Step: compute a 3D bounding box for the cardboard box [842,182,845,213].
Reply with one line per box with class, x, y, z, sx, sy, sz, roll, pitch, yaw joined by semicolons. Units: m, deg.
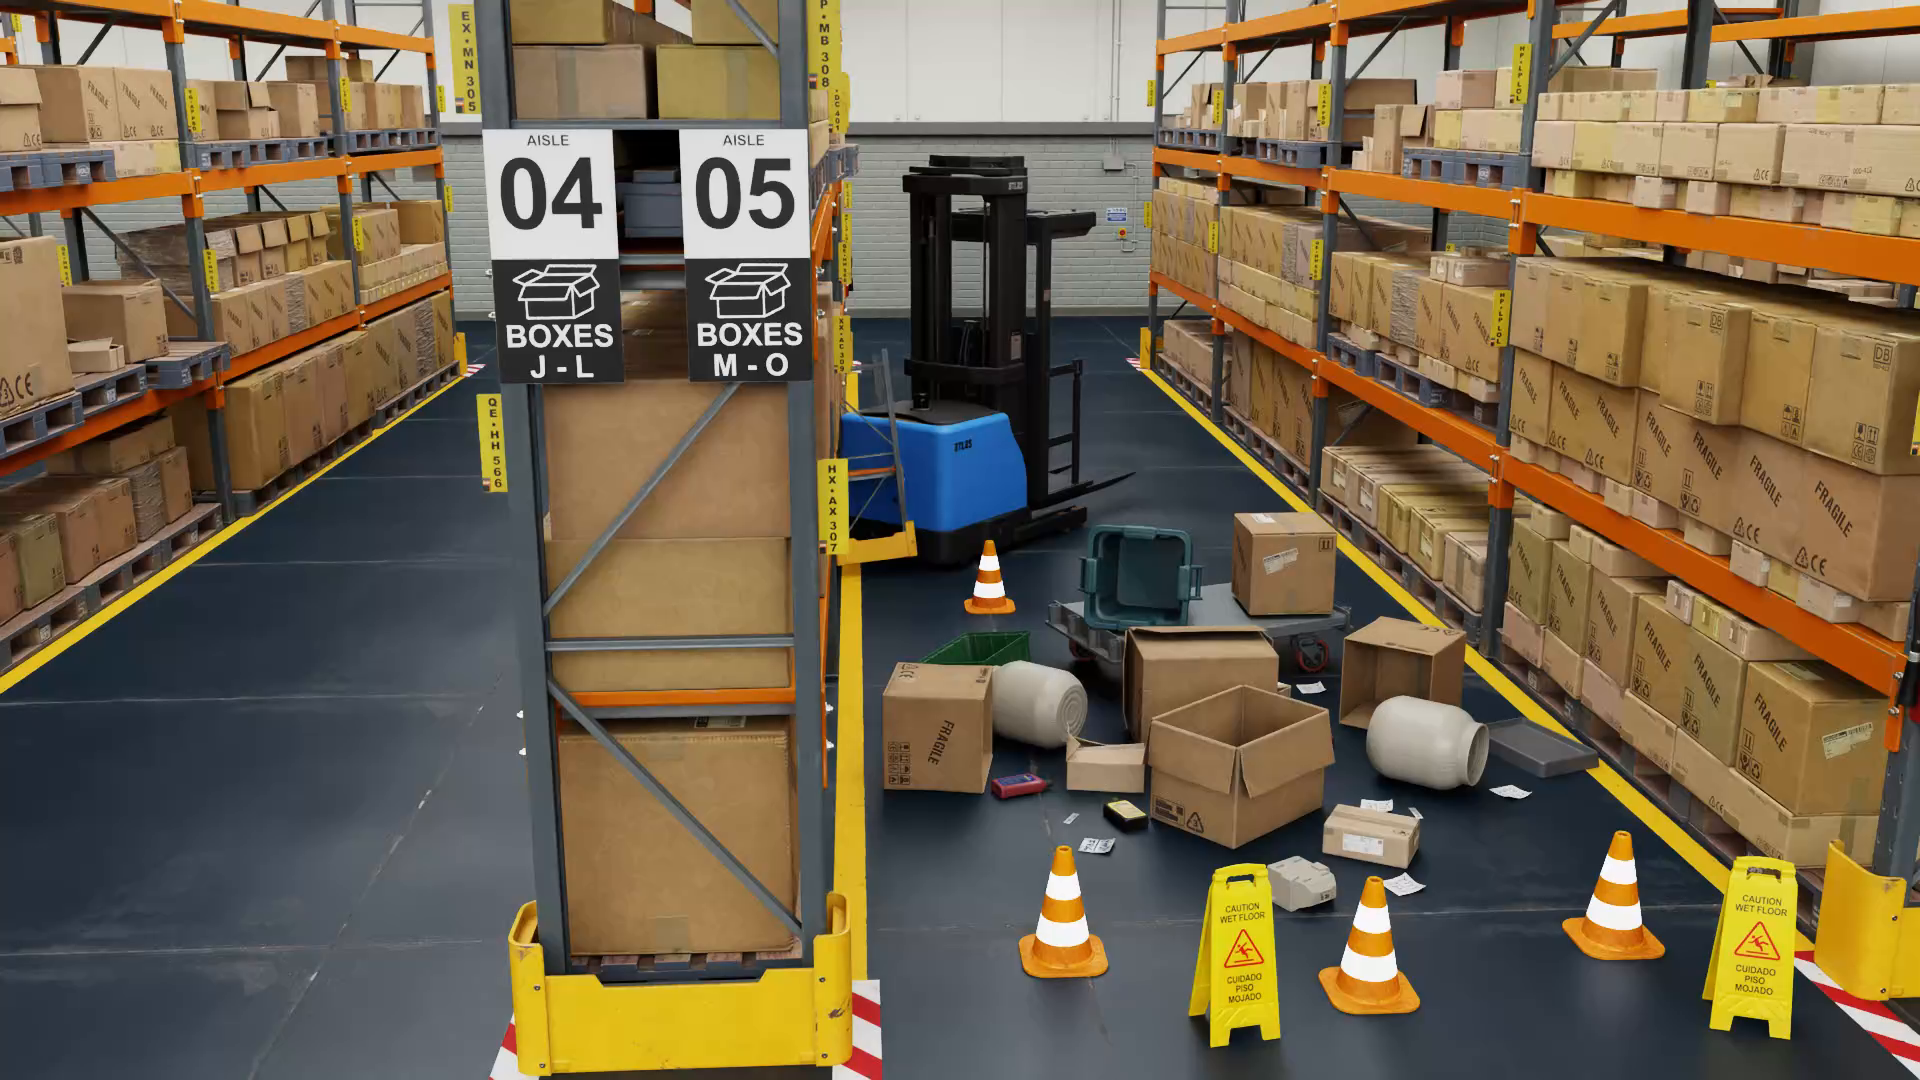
cardboard box;-1.618;-3.937;19.502;0.500;0.500;0.500;0;14;-1

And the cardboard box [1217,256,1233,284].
cardboard box;2.961;-2.787;17.138;0.500;0.250;0.500;-1;14;-5

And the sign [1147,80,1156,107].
sign;2.413;-5.634;20.970;0.100;0.325;0.005;-1;14;-3

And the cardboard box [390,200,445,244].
cardboard box;-6.631;-3.891;20.329;0.500;0.500;0.500;-1;14;-3

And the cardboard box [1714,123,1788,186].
cardboard box;3.591;-1.649;7.098;0.500;0.250;0.500;0;14;-2

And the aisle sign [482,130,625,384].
aisle sign;-1.271;-0.883;5.219;0.394;0.787;0.004;-1;14;-3

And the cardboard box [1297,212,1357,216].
cardboard box;3.545;-2.902;16.079;0.500;0.500;0.500;0;14;-2

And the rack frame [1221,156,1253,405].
rack frame;3.218;-2.732;17.624;0.949;2.616;0.053;-1;14;-3

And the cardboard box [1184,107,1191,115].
cardboard box;3.085;-5.248;20.641;0.500;0.250;0.500;-2;15;-9

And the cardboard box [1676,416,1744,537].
cardboard box;3.596;-0.320;7.451;0.500;0.500;0.500;-1;14;-4

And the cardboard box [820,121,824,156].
cardboard box;-0.772;-1.696;7.039;0.380;0.149;0.250;-1;14;-3

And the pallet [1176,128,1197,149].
pallet;3.102;-4.648;19.229;1.003;0.211;1.213;-1;14;-3

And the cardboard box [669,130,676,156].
cardboard box;-1.446;-1.749;7.246;0.380;0.149;0.250;-1;14;-3

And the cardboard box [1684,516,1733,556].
cardboard box;3.573;-0.032;7.637;0.380;0.149;0.250;-1;14;-4

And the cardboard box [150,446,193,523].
cardboard box;-6.367;-0.420;12.773;0.700;0.500;0.500;-2;15;-6

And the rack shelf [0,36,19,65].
rack shelf;-11.743;-5.363;18.057;1.077;0.370;4.000;-1;14;-3

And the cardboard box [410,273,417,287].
cardboard box;-6.479;-2.988;19.125;0.384;0.149;0.255;0;14;-2

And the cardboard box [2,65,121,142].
cardboard box;-6.091;-2.962;11.294;0.500;0.500;0.500;-1;14;-2

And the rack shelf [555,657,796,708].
rack shelf;-1.100;0.076;7.619;0.919;0.052;3.809;-1;14;-3

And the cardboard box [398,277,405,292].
cardboard box;-6.443;-2.858;18.619;0.380;0.149;0.250;-1;14;-3

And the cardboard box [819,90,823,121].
cardboard box;-0.844;-1.922;7.118;0.500;0.250;0.500;-1;14;-4

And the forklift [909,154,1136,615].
forklift;0.534;-1.407;12.613;2.033;2.935;3.733;10;18;35

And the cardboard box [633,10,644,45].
cardboard box;-1.383;-1.884;6.168;0.380;0.149;0.250;-1;14;-2

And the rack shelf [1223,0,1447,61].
rack shelf;3.339;-4.598;15.082;1.077;0.370;4.000;-1;14;-3

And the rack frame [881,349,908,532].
rack frame;-0.682;-0.595;11.923;0.500;1.500;0.032;-7;5;-7

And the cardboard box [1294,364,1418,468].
cardboard box;3.503;-1.084;14.642;0.875;0.875;0.875;-1;14;-4

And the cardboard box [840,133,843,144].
cardboard box;-1.484;-4.129;17.337;0.500;0.250;0.500;0;14;-1

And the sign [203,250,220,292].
sign;-5.887;-2.117;13.070;0.100;0.325;0.005;-1;14;-3

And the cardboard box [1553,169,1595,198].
cardboard box;3.443;-1.926;8.976;0.380;0.149;0.250;-1;14;-3

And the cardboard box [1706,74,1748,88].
cardboard box;7.839;-4.657;17.117;0.396;0.266;0.258;-1;14;-4

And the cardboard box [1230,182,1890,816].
cardboard box;3.460;-1.541;13.179;0.853;1.989;13.684;-1;14;-3

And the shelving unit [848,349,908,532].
shelving unit;-0.741;-0.630;12.395;0.500;1.500;0.985;-7;5;-7

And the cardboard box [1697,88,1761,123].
cardboard box;3.514;-1.925;7.372;0.380;0.149;0.250;-1;14;-2

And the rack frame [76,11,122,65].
rack frame;-6.425;-4.489;12.415;0.949;2.616;0.053;-1;14;-3

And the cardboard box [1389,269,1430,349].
cardboard box;3.362;-1.631;11.707;0.500;0.500;0.500;-1;14;-6

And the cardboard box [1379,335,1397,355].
cardboard box;3.342;-1.468;12.373;0.380;0.149;0.250;0;14;0

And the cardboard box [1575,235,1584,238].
cardboard box;8.214;-3.765;21.344;0.500;0.250;0.500;0;14;-2

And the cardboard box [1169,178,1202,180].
cardboard box;2.800;-4.417;20.663;0.380;0.149;0.250;-1;14;-2

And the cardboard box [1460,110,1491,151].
cardboard box;3.504;-2.595;10.529;0.500;0.250;0.500;-1;14;-3

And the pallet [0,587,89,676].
pallet;-6.230;0.568;10.396;1.003;0.211;1.213;-1;14;-3

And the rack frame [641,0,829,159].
rack frame;-1.224;-3.546;8.749;1.000;3.000;0.127;-1;14;-3

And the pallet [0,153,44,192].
pallet;-6.112;-2.106;9.549;1.213;0.211;1.003;-1;14;-3

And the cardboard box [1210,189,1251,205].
cardboard box;2.878;-3.650;17.684;0.380;0.149;0.250;-1;14;-5

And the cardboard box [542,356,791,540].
cardboard box;-0.960;-0.334;5.838;0.875;0.550;0.550;-1;14;-3

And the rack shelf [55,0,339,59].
rack shelf;-6.552;-4.445;14.488;1.077;0.370;4.000;-1;14;-3

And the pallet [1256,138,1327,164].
pallet;3.298;-3.536;15.107;1.003;0.211;1.213;0;14;-1

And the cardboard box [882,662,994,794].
cardboard box;-0.103;0.939;8.368;0.500;0.500;0.500;2;15;6

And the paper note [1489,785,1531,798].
paper note;2.708;1.233;8.173;0.142;0.019;0.148;-6;16;-23

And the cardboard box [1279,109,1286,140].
cardboard box;3.028;-3.665;14.658;0.396;0.266;0.258;-1;14;-5
